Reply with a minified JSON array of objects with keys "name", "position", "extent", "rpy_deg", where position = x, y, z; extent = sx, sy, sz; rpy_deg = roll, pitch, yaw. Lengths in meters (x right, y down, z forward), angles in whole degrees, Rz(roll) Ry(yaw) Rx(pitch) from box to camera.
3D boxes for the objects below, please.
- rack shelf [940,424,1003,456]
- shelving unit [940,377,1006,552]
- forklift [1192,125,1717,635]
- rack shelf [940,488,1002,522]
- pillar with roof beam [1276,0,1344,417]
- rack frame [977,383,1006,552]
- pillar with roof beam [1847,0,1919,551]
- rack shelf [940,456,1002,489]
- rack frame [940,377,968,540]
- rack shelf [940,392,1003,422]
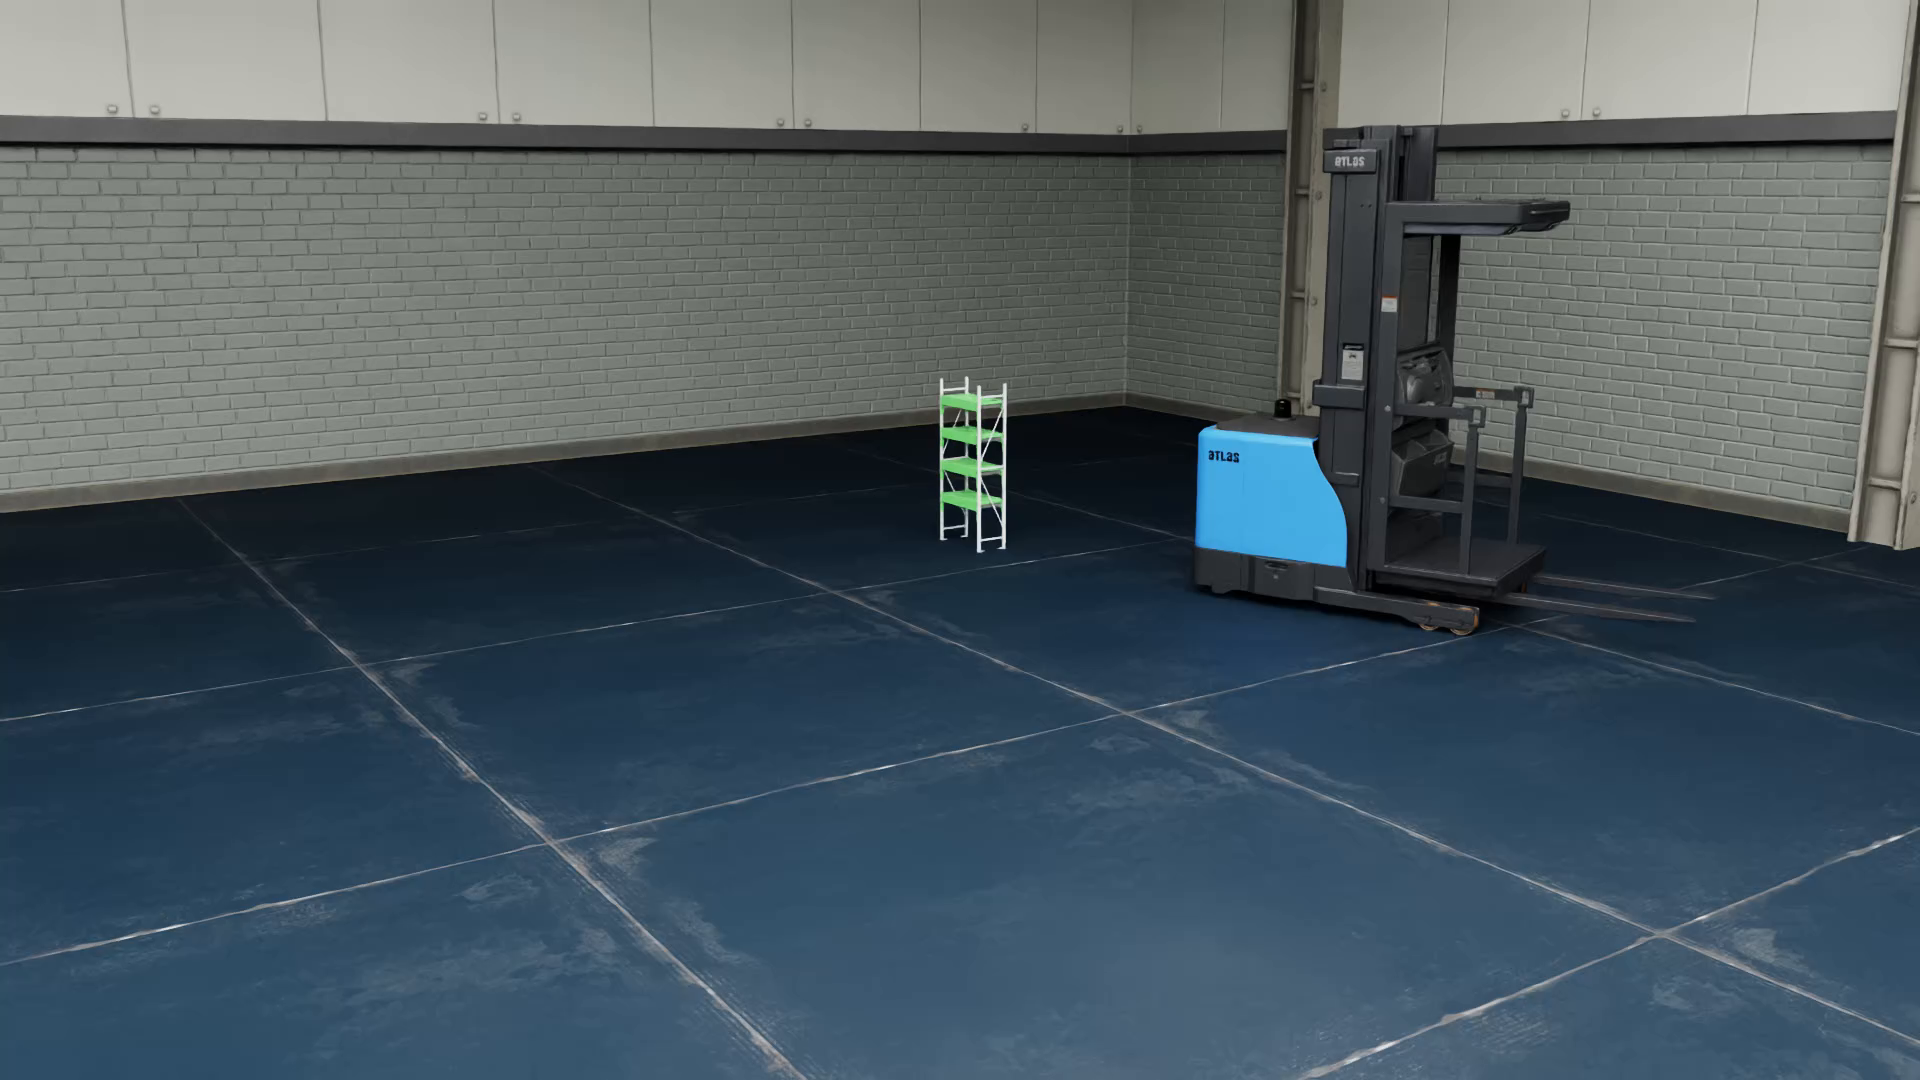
[{"name":"rack shelf","position":[0.092,-0.729,12.061],"extent":[0.258,0.148,0.480],"rpy_deg":[-8,15,-33]},{"name":"shelving unit","position":[0.092,-0.557,12.099],"extent":[0.258,1.200,0.503],"rpy_deg":[-8,15,-33]},{"name":"forklift","position":[3.012,-0.999,10.069],"extent":[3.031,2.935,1.130],"rpy_deg":[8,15,33]},{"name":"rack shelf","position":[0.092,-0.260,12.164],"extent":[0.258,0.148,0.480],"rpy_deg":[-8,15,-33]},{"name":"pillar with roof beam","position":[-0.094,-4.930,13.844],"extent":[9.100,9.000,0.400],"rpy_deg":[-8,15,-33]},{"name":"rack frame","position":[0.227,-0.513,11.901],"extent":[0.240,1.200,0.015],"rpy_deg":[-8,15,-33]},{"name":"pillar with roof beam","position":[3.230,-3.863,8.964],"extent":[9.100,9.000,0.400],"rpy_deg":[-8,15,-33]},{"name":"rack shelf","position":[0.092,-0.494,12.113],"extent":[0.258,0.148,0.480],"rpy_deg":[-8,15,-33]},{"name":"rack frame","position":[-0.043,-0.600,12.297],"extent":[0.240,1.200,0.015],"rpy_deg":[-8,15,-33]},{"name":"rack shelf","position":[0.092,-0.963,12.010],"extent":[0.258,0.148,0.480],"rpy_deg":[-8,15,-33]}]
